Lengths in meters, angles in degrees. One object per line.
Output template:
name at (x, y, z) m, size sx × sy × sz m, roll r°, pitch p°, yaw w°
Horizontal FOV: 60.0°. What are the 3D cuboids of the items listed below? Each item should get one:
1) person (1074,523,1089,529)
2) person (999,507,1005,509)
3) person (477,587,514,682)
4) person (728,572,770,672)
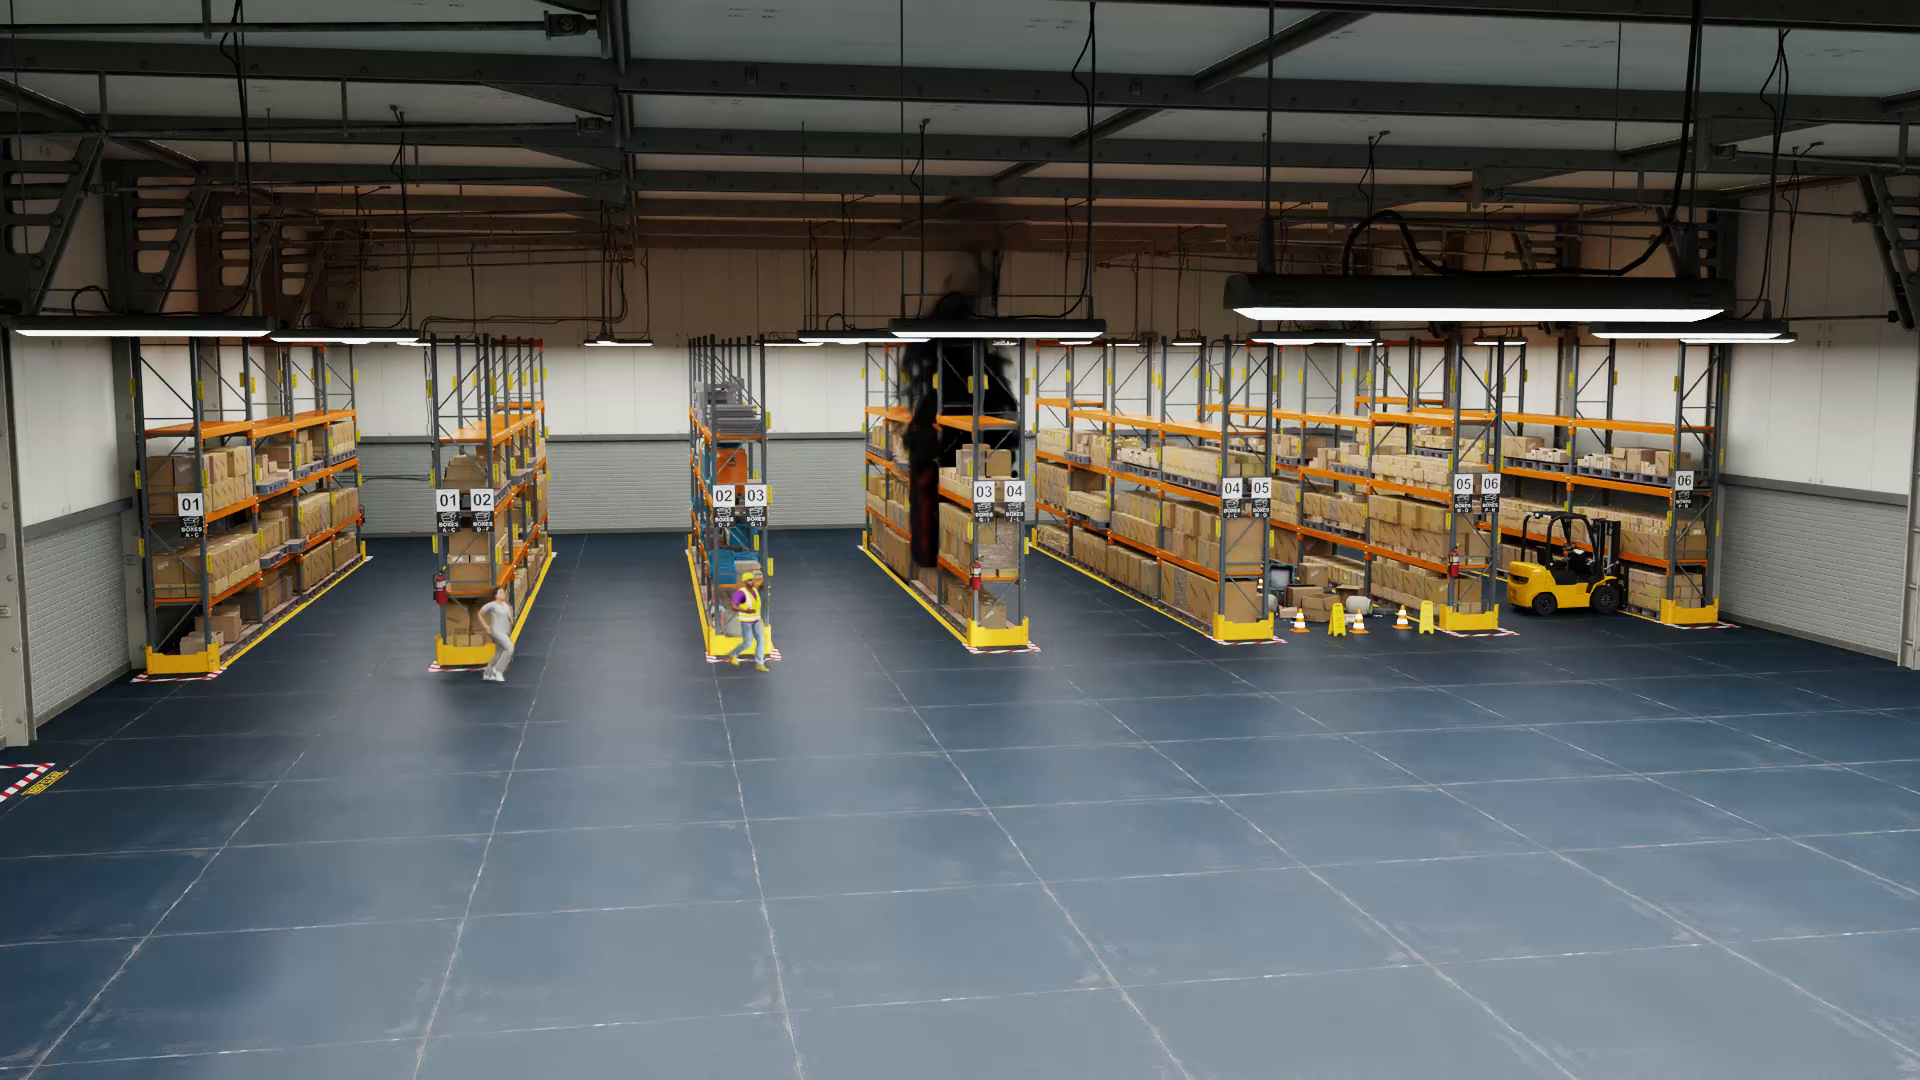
person at (3.602, -0.755, 49.512) m, size 0.820 × 1.615 × 0.634 m, roll 6°, pitch 9°, yaw 41°
person at (1.009, -0.621, 47.841) m, size 0.726 × 1.739 × 0.918 m, roll 2°, pitch 7°, yaw 13°
person at (-7.936, 1.619, 28.677) m, size 0.648 × 1.635 × 0.551 m, roll 2°, pitch 7°, yaw 16°
person at (-3.781, 1.464, 29.682) m, size 0.822 × 1.780 × 0.701 m, roll 5°, pitch 8°, yaw 35°
